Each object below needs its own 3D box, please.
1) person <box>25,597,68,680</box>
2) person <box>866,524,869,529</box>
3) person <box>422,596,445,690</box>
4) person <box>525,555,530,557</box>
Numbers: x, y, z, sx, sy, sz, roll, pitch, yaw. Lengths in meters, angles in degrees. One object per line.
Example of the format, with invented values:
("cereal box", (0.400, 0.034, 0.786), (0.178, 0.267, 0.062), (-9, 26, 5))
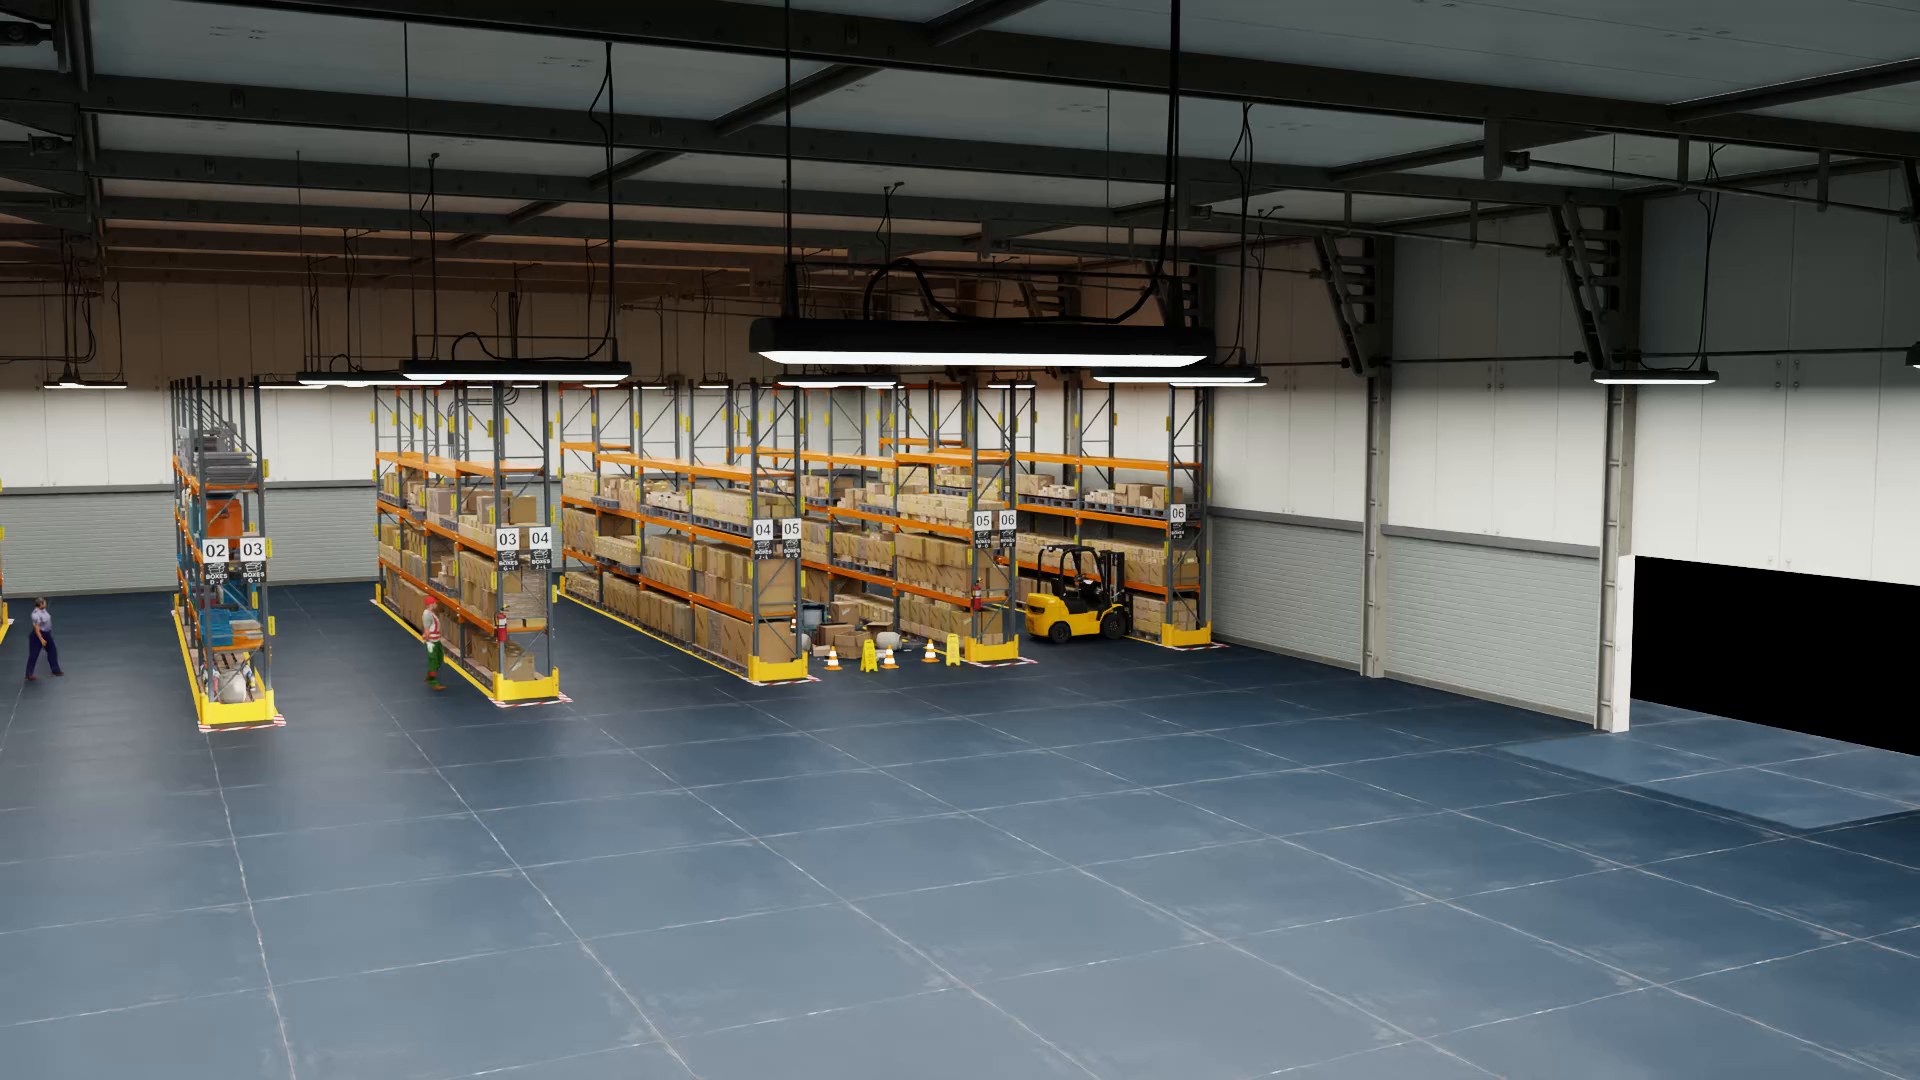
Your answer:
("person", (-18.331, 1.960, 33.256), (0.576, 1.665, 0.673), (0, 5, 2))
("person", (-2.675, 0.356, 47.561), (0.494, 1.675, 0.392), (3, 6, 33))
("person", (-10.193, 1.979, 32.151), (0.524, 1.791, 0.624), (0, 5, 1))
("person", (-12.432, 0.590, 47.614), (0.364, 1.801, 0.594), (3, 6, 31))
